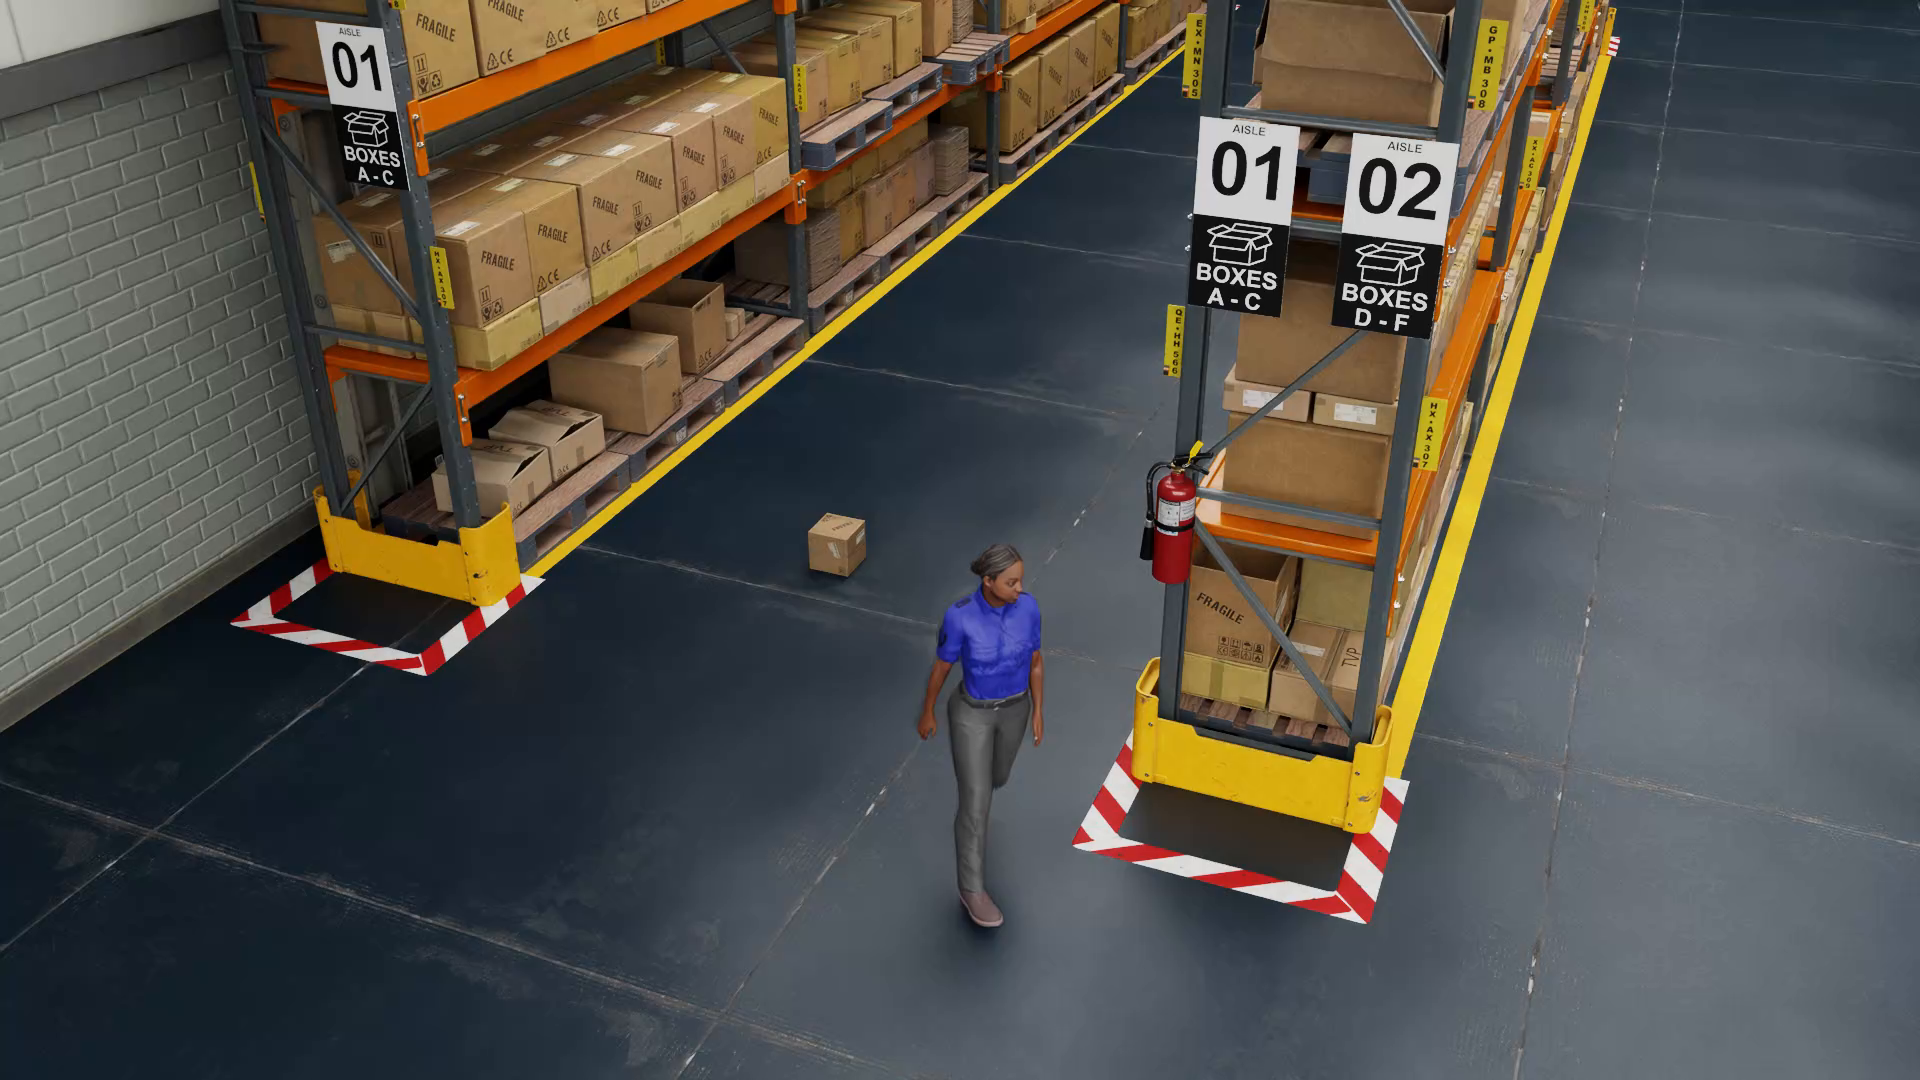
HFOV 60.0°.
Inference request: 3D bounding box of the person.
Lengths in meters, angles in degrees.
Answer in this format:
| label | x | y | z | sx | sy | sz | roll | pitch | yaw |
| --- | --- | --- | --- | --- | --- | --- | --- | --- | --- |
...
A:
| label | x | y | z | sx | sy | sz | roll | pitch | yaw |
| --- | --- | --- | --- | --- | --- | --- | --- | --- | --- |
| person | 0.120 | 0.743 | 7.097 | 0.521 | 1.599 | 0.894 | -13 | 32 | -21 |
